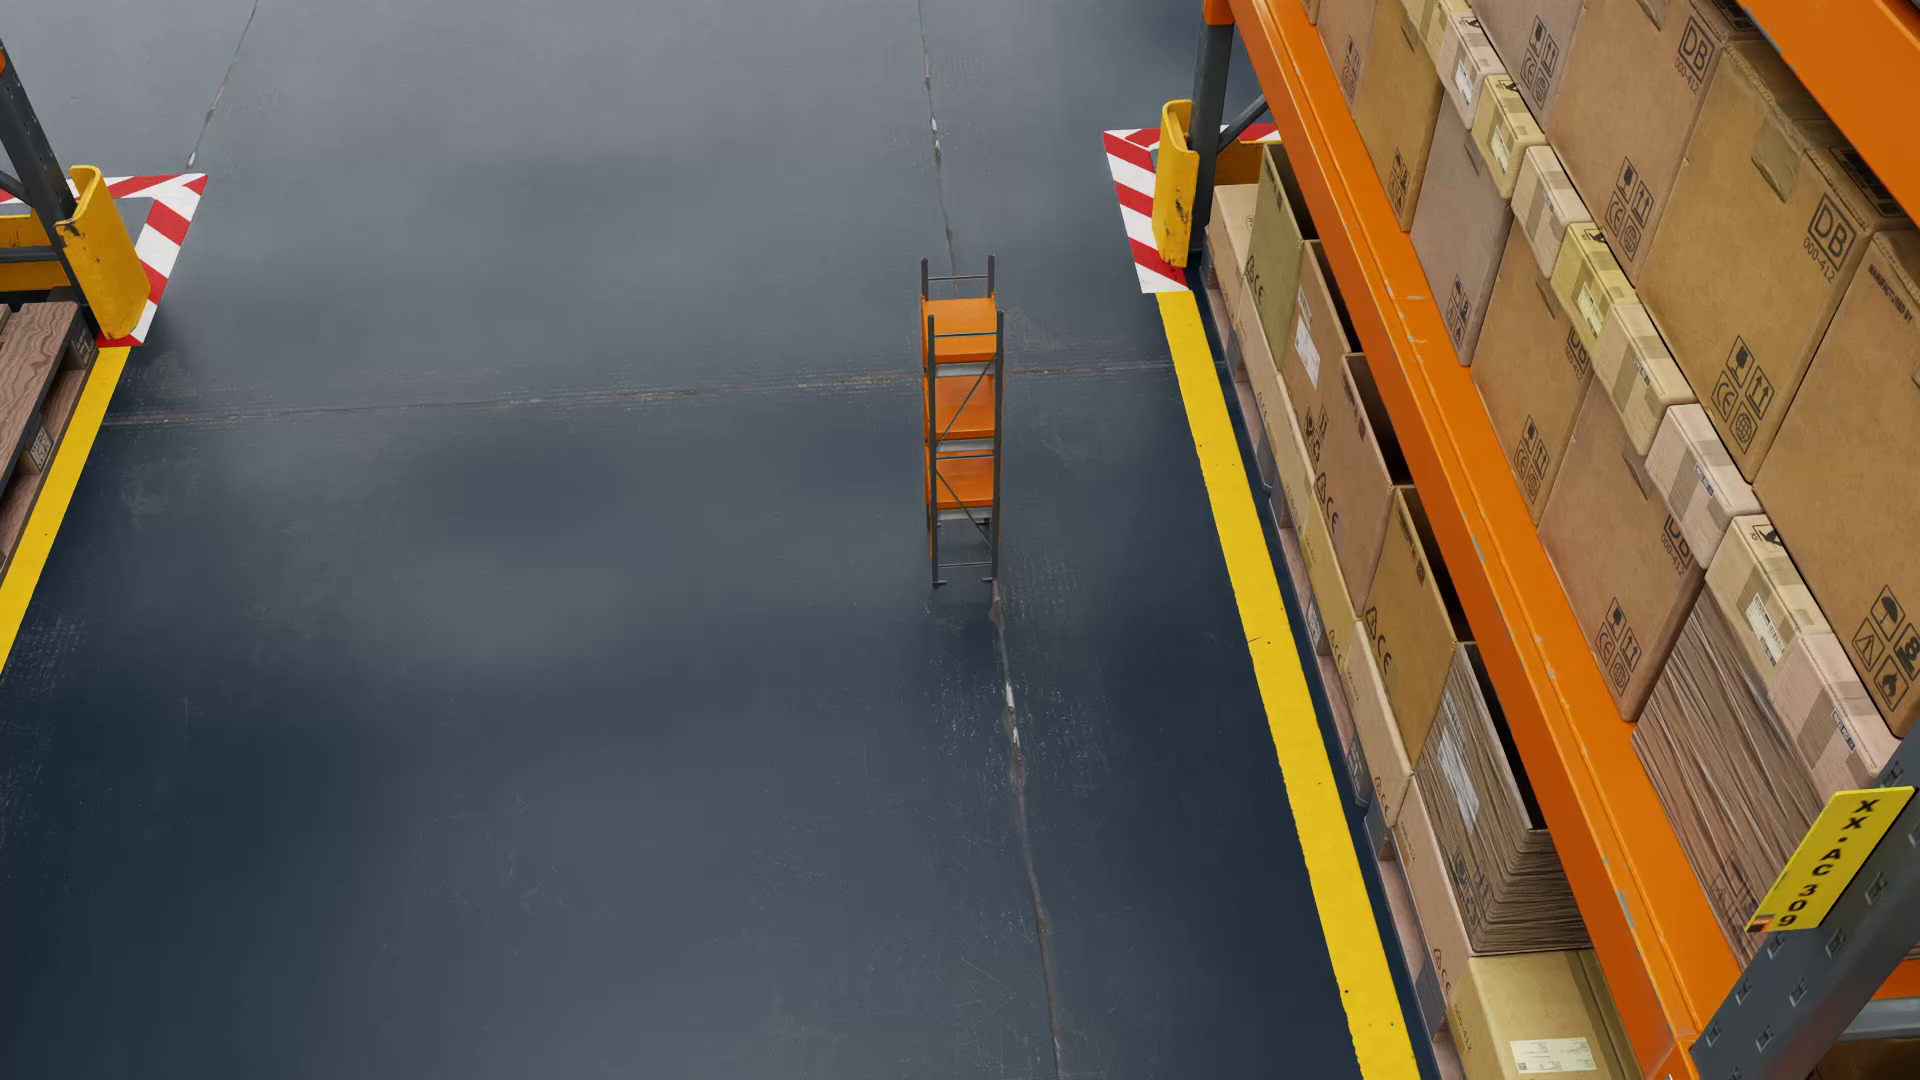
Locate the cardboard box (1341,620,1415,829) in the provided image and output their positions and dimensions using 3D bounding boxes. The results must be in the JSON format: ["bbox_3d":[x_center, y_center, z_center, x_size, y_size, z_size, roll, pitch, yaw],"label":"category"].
[{"bbox_3d":[1.321,0.462,4.351,0.500,0.250,0.500,-3,47,-3],"label":"cardboard box"}]

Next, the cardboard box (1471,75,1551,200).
[{"bbox_3d":[1.300,-0.846,3.469,0.380,0.149,0.250,-2,47,-2],"label":"cardboard box"}]

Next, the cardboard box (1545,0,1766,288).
[{"bbox_3d":[1.538,-0.823,3.001,0.700,0.500,0.500,-4,47,-3],"label":"cardboard box"}]

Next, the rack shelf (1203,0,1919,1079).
[{"bbox_3d":[1.498,-0.493,4.147,1.077,0.370,4.000,-3,47,-3],"label":"rack shelf"}]

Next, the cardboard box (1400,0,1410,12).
[{"bbox_3d":[1.237,-1.401,3.996,0.380,0.149,0.250,-5,47,-5],"label":"cardboard box"}]

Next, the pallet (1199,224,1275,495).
[{"bbox_3d":[1.437,-0.678,5.747,1.003,0.211,1.213,-3,47,-3],"label":"pallet"}]

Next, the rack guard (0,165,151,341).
[{"bbox_3d":[-3.552,-0.978,5.832,1.175,0.500,0.348,-3,47,-3],"label":"rack guard"}]

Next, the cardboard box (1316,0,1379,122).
[{"bbox_3d":[1.406,-1.504,4.540,0.700,0.500,0.500,-2,47,-2],"label":"cardboard box"}]

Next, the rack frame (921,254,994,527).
[{"bbox_3d":[-0.006,-0.411,4.916,0.200,1.050,0.008,-3,47,-3],"label":"rack frame"}]

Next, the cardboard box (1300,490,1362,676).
[{"bbox_3d":[1.278,0.100,4.694,0.500,0.250,0.500,-3,47,-3],"label":"cardboard box"}]

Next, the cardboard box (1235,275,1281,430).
[{"bbox_3d":[1.200,-0.624,5.379,0.500,0.250,0.500,-3,47,-3],"label":"cardboard box"}]

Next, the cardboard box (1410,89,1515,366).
[{"bbox_3d":[1.490,-0.764,3.838,0.700,0.500,0.500,-2,47,-2],"label":"cardboard box"}]

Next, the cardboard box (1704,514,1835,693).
[{"bbox_3d":[1.411,0.086,2.587,0.380,0.149,0.250,-4,47,-4],"label":"cardboard box"}]

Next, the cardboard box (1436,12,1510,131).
[{"bbox_3d":[1.277,-1.036,3.650,0.380,0.149,0.250,-3,47,-3],"label":"cardboard box"}]

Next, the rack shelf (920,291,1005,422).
[{"bbox_3d":[0.004,-0.510,4.634,0.215,0.259,0.240,-3,47,-3],"label":"rack shelf"}]

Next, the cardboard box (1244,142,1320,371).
[{"bbox_3d":[1.198,-0.881,5.107,0.500,0.500,0.500,-3,47,-3],"label":"cardboard box"}]

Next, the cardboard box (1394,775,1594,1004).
[{"bbox_3d":[1.377,0.823,4.009,0.500,0.250,0.500,-3,47,-3],"label":"cardboard box"}]

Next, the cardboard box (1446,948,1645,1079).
[{"bbox_3d":[1.409,1.185,3.666,0.500,0.250,0.500,-3,47,-3],"label":"cardboard box"}]

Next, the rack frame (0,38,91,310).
[{"bbox_3d":[-3.605,-1.889,4.973,1.000,3.000,0.127,-3,47,-3],"label":"rack frame"}]

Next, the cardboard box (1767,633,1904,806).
[{"bbox_3d":[1.430,0.265,2.417,0.380,0.149,0.250,-4,47,-3],"label":"cardboard box"}]

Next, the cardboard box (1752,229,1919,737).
[{"bbox_3d":[1.622,-0.095,2.312,0.700,0.500,0.500,-3,47,-3],"label":"cardboard box"}]

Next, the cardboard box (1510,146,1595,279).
[{"bbox_3d":[1.325,-0.654,3.287,0.380,0.149,0.250,-2,47,-2],"label":"cardboard box"}]

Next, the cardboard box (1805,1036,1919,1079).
[{"bbox_3d":[1.939,0.895,3.425,0.500,0.500,0.500,-3,47,-3],"label":"cardboard box"}]

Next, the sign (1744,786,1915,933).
[{"bbox_3d":[1.113,0.416,2.139,0.100,0.325,0.005,-3,47,-3],"label":"sign"}]

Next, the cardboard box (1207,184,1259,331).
[{"bbox_3d":[1.154,-0.985,5.722,0.500,0.250,0.500,-3,47,-3],"label":"cardboard box"}]

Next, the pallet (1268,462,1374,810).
[{"bbox_3d":[1.536,0.202,4.913,1.003,0.211,1.213,-3,47,-3],"label":"pallet"}]

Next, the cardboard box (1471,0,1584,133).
[{"bbox_3d":[1.496,-1.184,3.343,0.700,0.500,0.500,-3,47,-3],"label":"cardboard box"}]

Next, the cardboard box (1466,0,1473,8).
[{"bbox_3d":[1.454,-1.547,3.686,0.700,0.500,0.500,-3,47,-3],"label":"cardboard box"}]

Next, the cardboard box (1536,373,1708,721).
[{"bbox_3d":[1.572,-0.030,3.144,0.700,0.500,0.500,-4,47,-4],"label":"cardboard box"}]

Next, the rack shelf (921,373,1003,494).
[{"bbox_3d":[0.004,-0.315,4.840,0.215,0.259,0.240,-3,47,-3],"label":"rack shelf"}]

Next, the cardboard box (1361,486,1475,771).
[{"bbox_3d":[1.333,0.203,4.080,0.500,0.500,0.500,-3,47,-3],"label":"cardboard box"}]

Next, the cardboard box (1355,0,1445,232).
[{"bbox_3d":[1.442,-1.144,4.199,0.700,0.500,0.500,-3,47,-3],"label":"cardboard box"}]

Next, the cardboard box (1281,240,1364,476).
[{"bbox_3d":[1.253,-0.520,4.765,0.500,0.500,0.500,-3,47,-3],"label":"cardboard box"}]

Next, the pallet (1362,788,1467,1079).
[{"bbox_3d":[1.641,1.087,4.075,1.003,0.211,1.213,-3,47,-3],"label":"pallet"}]

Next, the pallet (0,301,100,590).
[{"bbox_3d":[-3.489,-0.290,5.380,1.003,0.211,1.213,-3,47,-3],"label":"pallet"}]

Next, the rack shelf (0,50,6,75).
[{"bbox_3d":[-3.438,-0.195,3.864,1.077,0.370,4.000,-3,47,-3],"label":"rack shelf"}]

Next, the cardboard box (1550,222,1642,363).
[{"bbox_3d":[1.346,-0.471,3.115,0.380,0.149,0.250,-4,47,-3],"label":"cardboard box"}]

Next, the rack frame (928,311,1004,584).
[{"bbox_3d":[0.015,-0.234,4.749,0.200,1.050,0.008,-3,47,-3],"label":"rack frame"}]

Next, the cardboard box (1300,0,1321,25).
[{"bbox_3d":[1.357,-1.884,4.899,0.700,0.500,0.500,-3,47,-3],"label":"cardboard box"}]

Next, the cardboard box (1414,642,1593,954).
[{"bbox_3d":[1.379,0.565,3.737,0.500,0.500,0.500,-3,47,-3],"label":"cardboard box"}]

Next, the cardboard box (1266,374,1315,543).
[{"bbox_3d":[1.241,-0.262,5.037,0.500,0.250,0.500,-3,47,-3],"label":"cardboard box"}]

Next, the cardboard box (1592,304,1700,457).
[{"bbox_3d":[1.363,-0.293,2.946,0.380,0.149,0.250,-4,47,-3],"label":"cardboard box"}]

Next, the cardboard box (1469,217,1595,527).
[{"bbox_3d":[1.534,-0.393,3.488,0.700,0.500,0.500,-3,47,-3],"label":"cardboard box"}]

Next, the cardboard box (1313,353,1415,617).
[{"bbox_3d":[1.277,-0.158,4.421,0.500,0.500,0.500,-3,47,-3],"label":"cardboard box"}]

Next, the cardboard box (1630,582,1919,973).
[{"bbox_3d":[1.622,0.351,2.783,0.700,0.500,0.500,-5,47,-4],"label":"cardboard box"}]

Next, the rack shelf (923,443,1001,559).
[{"bbox_3d":[0.004,-0.124,5.042,0.215,0.259,0.240,-3,47,-3],"label":"rack shelf"}]

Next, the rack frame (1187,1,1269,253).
[{"bbox_3d":[1.331,-2.188,5.256,1.000,3.000,0.127,-3,47,-3],"label":"rack frame"}]

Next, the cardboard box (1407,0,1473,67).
[{"bbox_3d":[1.259,-1.217,3.821,0.380,0.149,0.250,-4,47,-4],"label":"cardboard box"}]

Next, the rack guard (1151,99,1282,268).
[{"bbox_3d":[1.329,-1.346,6.180,1.175,0.500,0.348,-3,47,-3],"label":"rack guard"}]

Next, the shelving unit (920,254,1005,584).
[{"bbox_3d":[0.004,-0.322,4.832,0.215,1.050,0.252,-3,47,-3],"label":"shelving unit"}]

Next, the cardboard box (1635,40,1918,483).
[{"bbox_3d":[1.579,-0.460,2.658,0.700,0.500,0.500,-4,47,-3],"label":"cardboard box"}]

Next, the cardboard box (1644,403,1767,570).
[{"bbox_3d":[1.386,-0.103,2.766,0.380,0.149,0.250,-5,47,-4],"label":"cardboard box"}]
